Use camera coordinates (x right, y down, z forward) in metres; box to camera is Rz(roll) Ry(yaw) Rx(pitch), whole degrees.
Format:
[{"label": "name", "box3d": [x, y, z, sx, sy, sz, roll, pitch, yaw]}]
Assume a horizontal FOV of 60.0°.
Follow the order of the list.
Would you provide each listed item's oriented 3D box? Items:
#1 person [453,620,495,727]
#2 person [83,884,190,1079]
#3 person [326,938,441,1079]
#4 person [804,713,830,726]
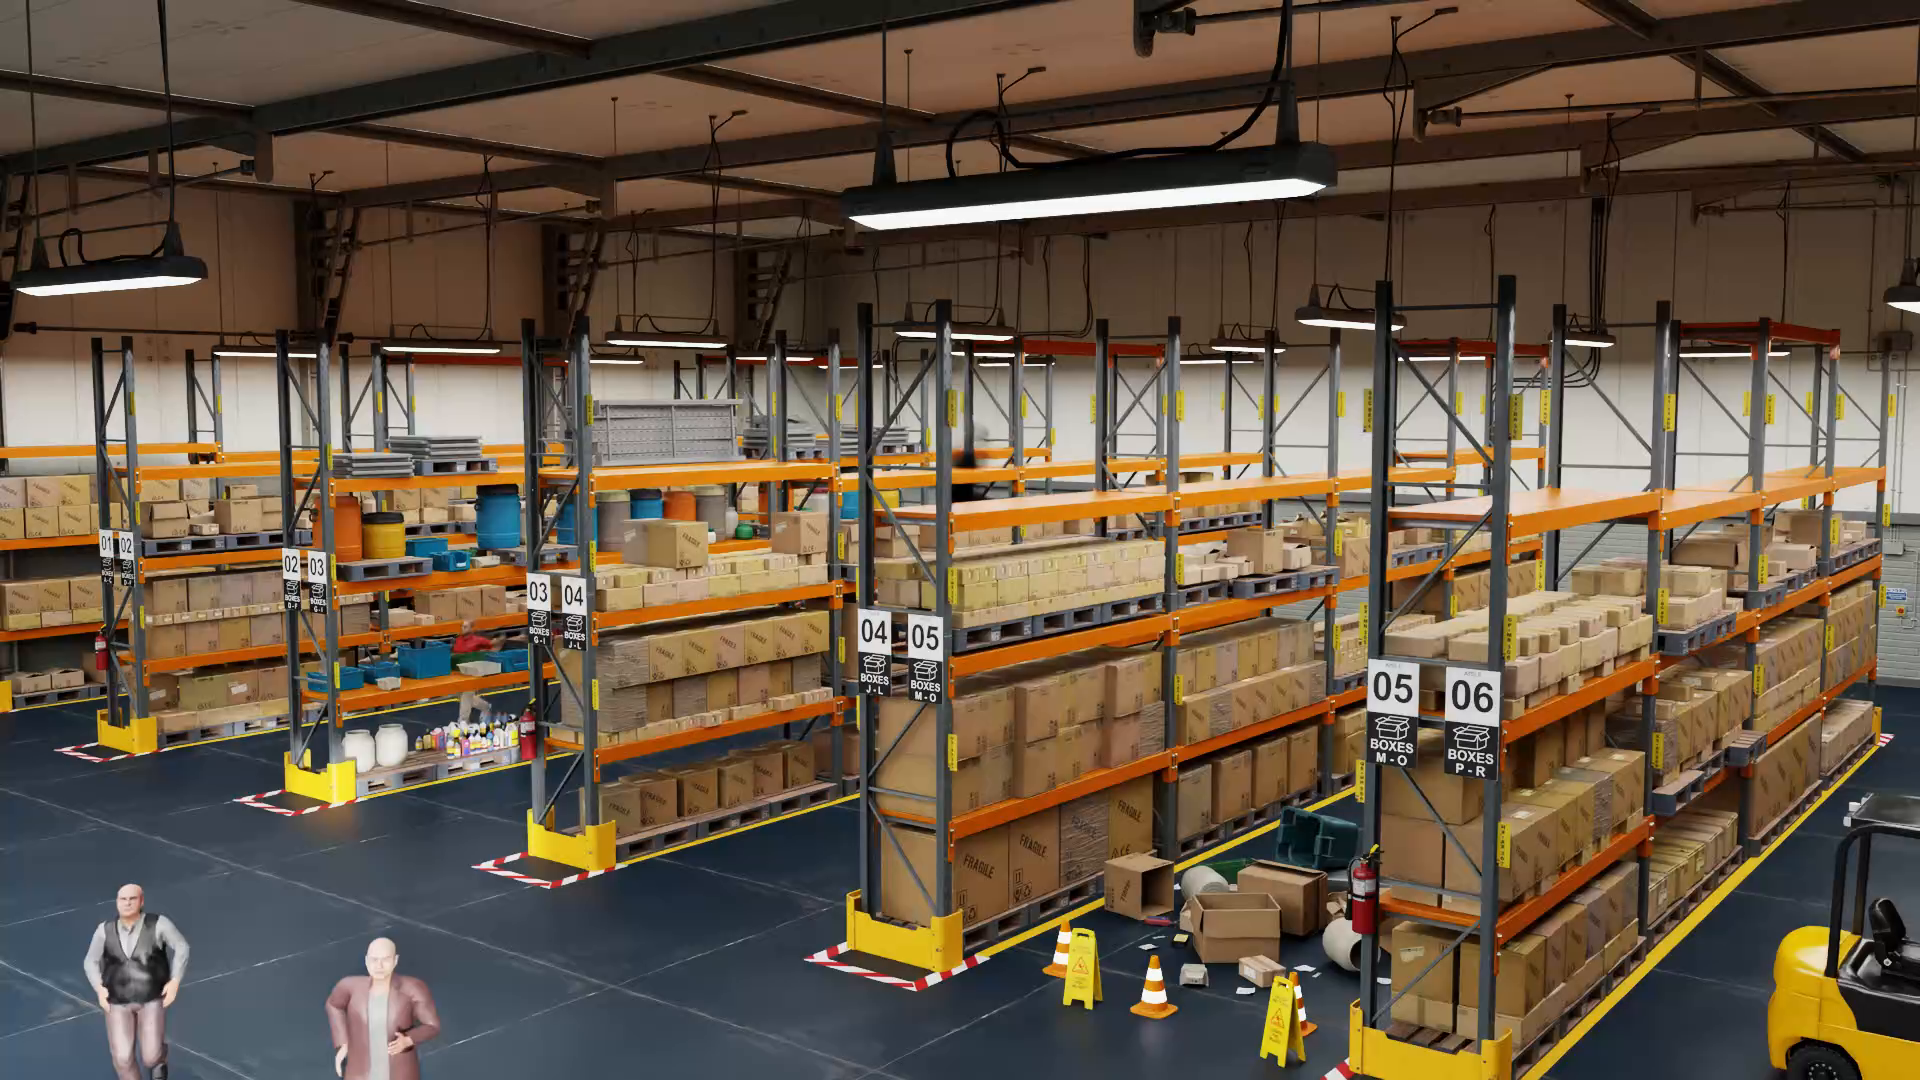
[{"label": "person", "box3d": [-7.528, 2.082, 25.539, 0.664, 1.725, 0.954, 3, 6, 29]}, {"label": "person", "box3d": [-5.928, 3.289, 11.995, 0.690, 1.677, 0.600, -2, 5, -19]}, {"label": "person", "box3d": [-3.584, 3.376, 10.345, 0.692, 1.840, 0.890, -1, 5, -16]}, {"label": "person", "box3d": [-2.065, 1.856, 24.892, 0.587, 1.762, 0.737, 2, 5, 25]}]
